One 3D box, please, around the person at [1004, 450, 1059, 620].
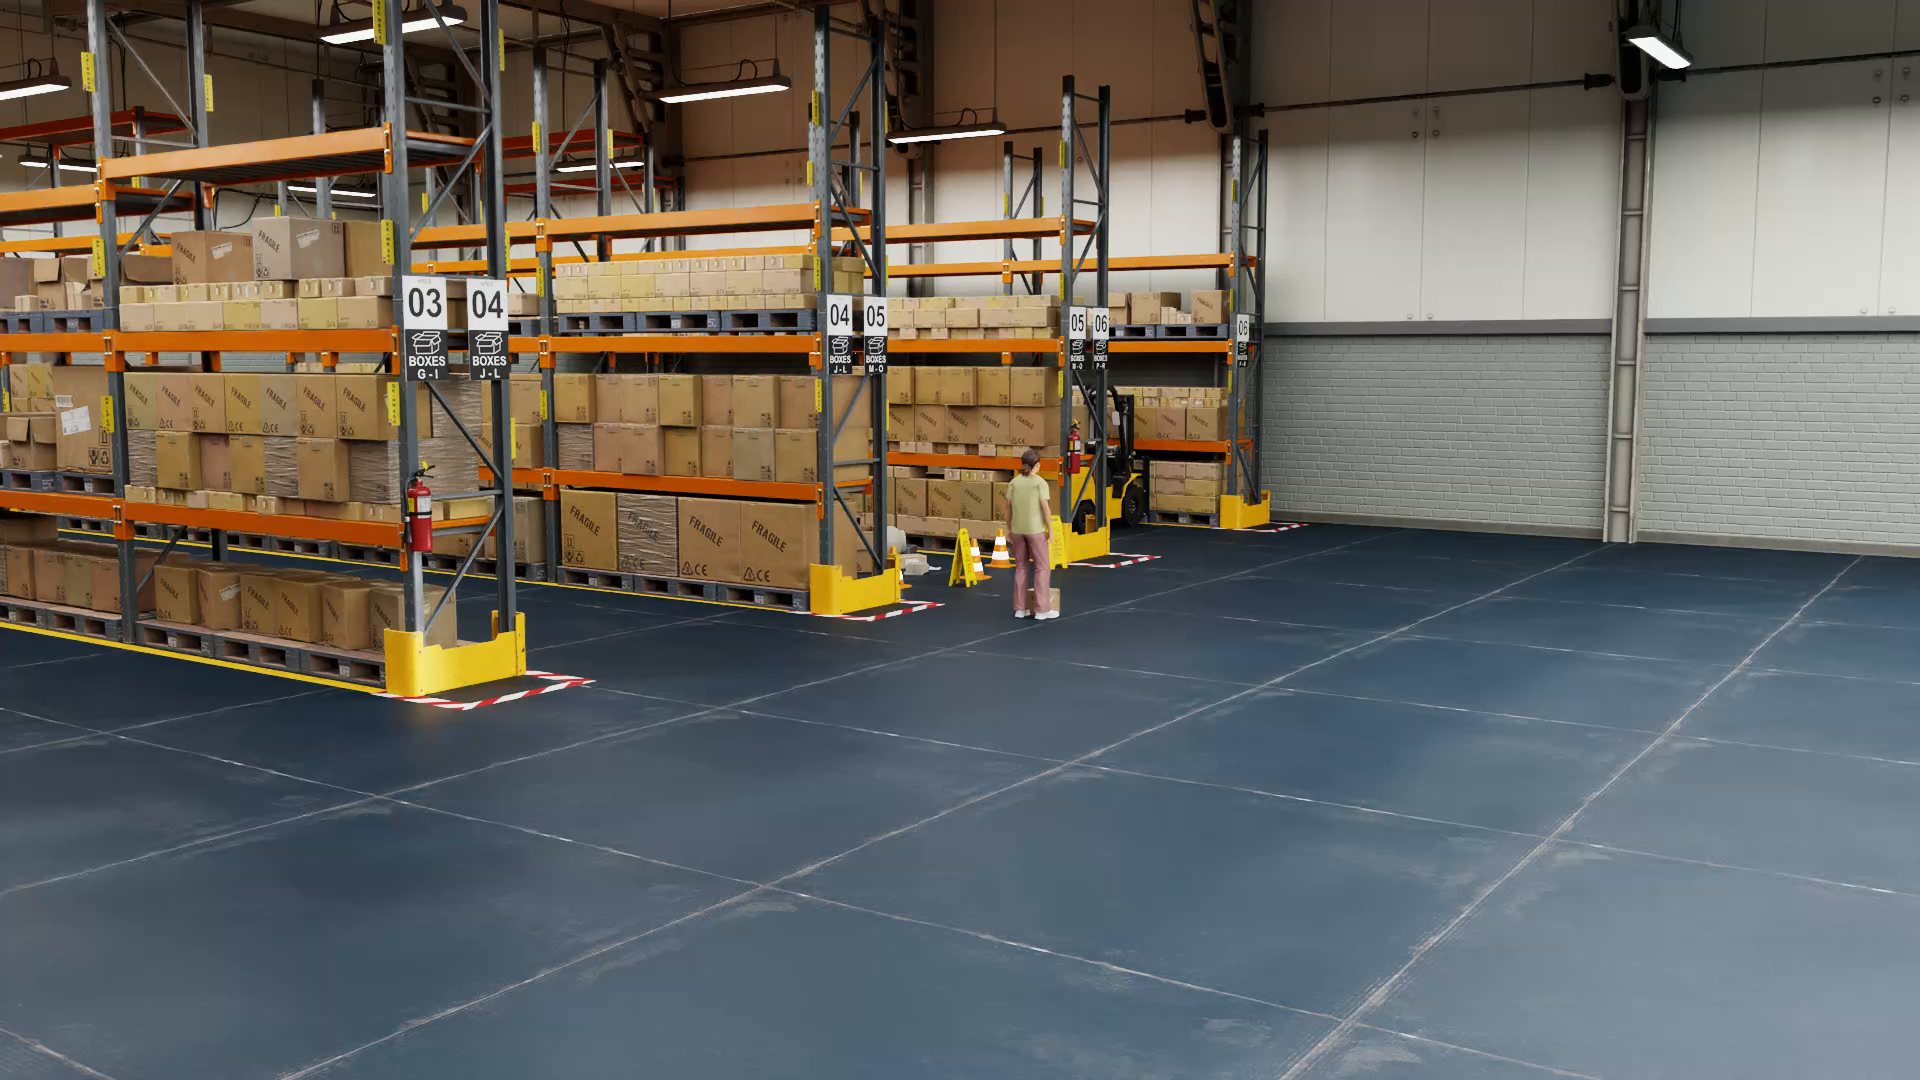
[{"bbox_3d":[0.700,-0.046,16.514,0.521,1.643,0.359,4,7,30],"label":"person"}]
